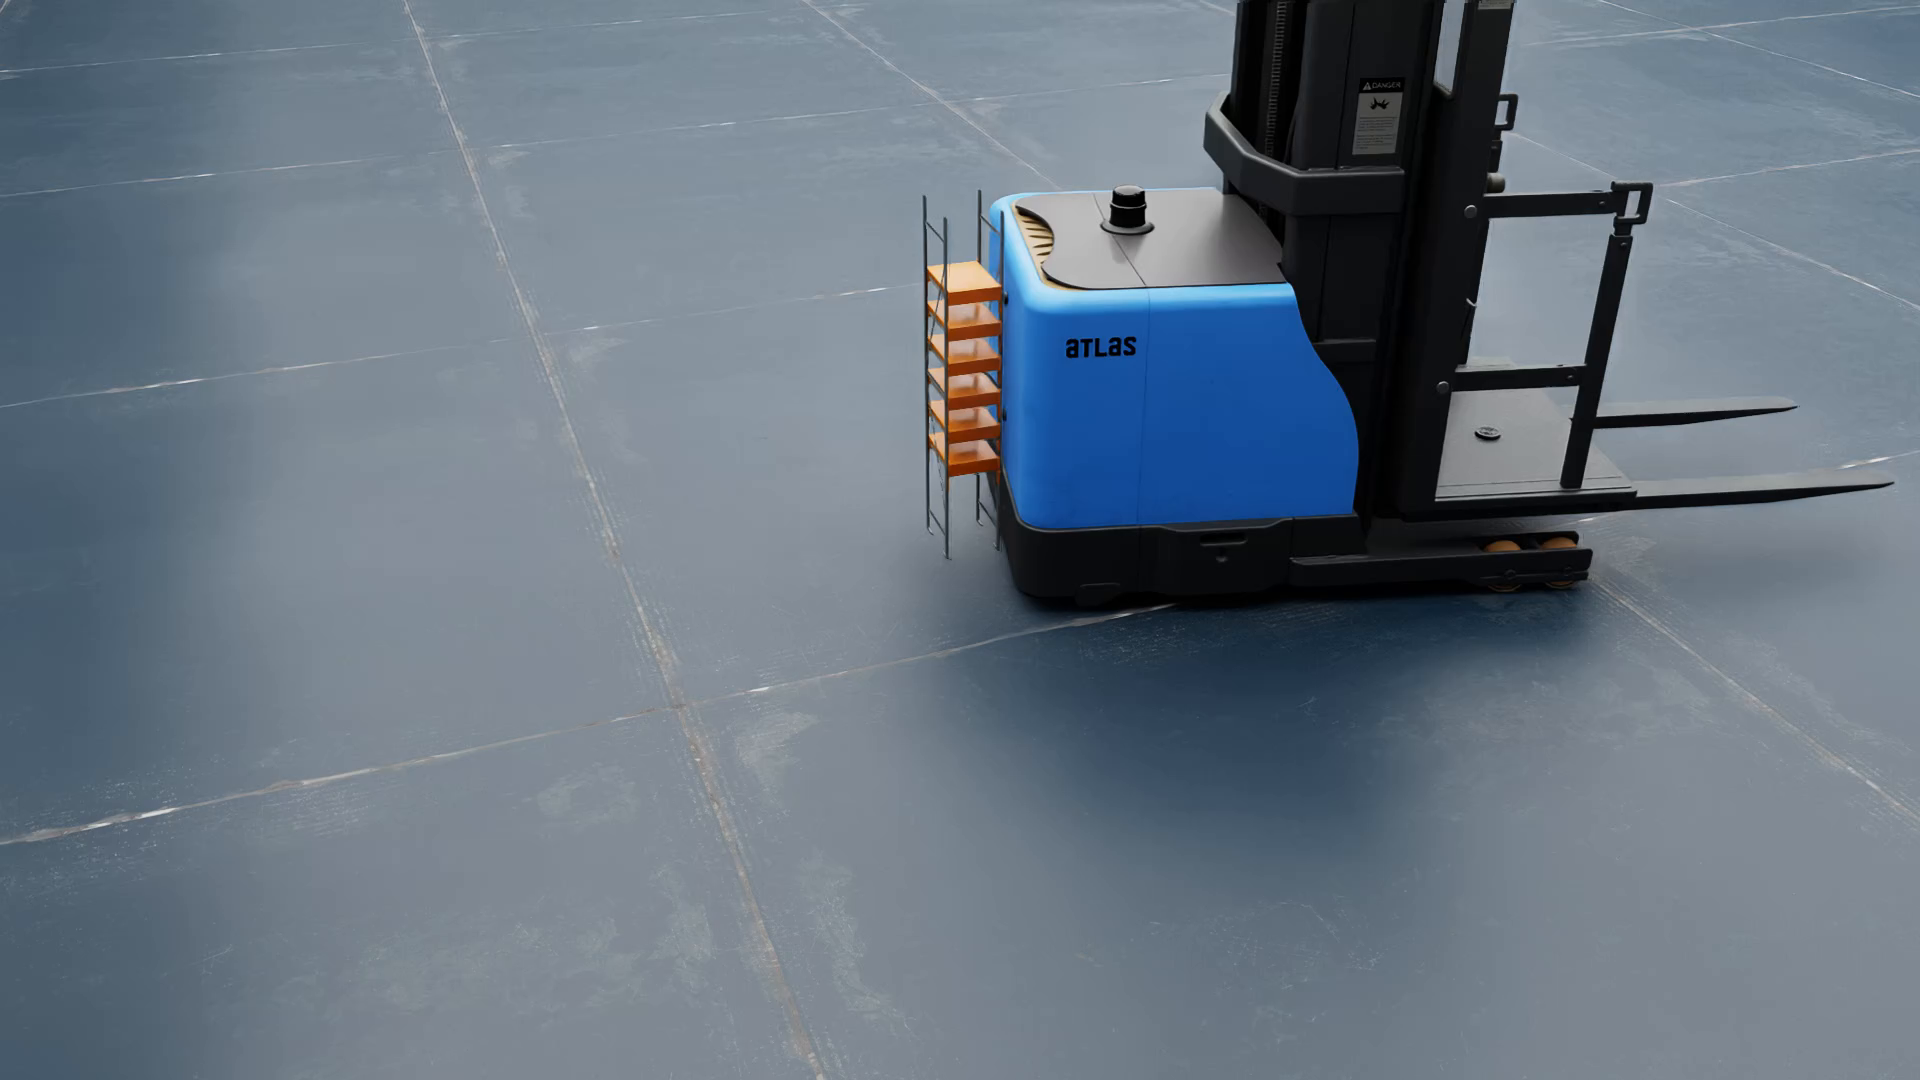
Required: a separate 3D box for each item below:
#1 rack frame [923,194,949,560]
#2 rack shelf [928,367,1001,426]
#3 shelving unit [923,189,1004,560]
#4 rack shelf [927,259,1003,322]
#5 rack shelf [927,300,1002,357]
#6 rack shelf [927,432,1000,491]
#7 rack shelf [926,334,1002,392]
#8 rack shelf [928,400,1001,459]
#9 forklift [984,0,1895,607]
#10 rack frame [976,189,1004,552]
[{"bbox_3d":[-0.078,-0.510,5.433,0.006,1.200,0.240,-9,31,-15],"label":"rack frame"},{"bbox_3d":[0.009,-0.486,5.480,0.180,0.103,0.258,-9,31,-15],"label":"rack shelf"},{"bbox_3d":[0.009,-0.524,5.458,0.189,1.200,0.258,-9,31,-15],"label":"shelving unit"},{"bbox_3d":[0.009,-0.798,5.302,0.180,0.103,0.258,-9,31,-15],"label":"rack shelf"},{"bbox_3d":[0.009,-0.694,5.361,0.180,0.103,0.258,-9,31,-15],"label":"rack shelf"},{"bbox_3d":[0.009,-0.277,5.599,0.180,0.103,0.258,-9,31,-15],"label":"rack shelf"},{"bbox_3d":[0.009,-0.590,5.420,0.180,0.103,0.258,-9,31,-15],"label":"rack shelf"},{"bbox_3d":[0.009,-0.381,5.539,0.180,0.103,0.258,-9,31,-15],"label":"rack shelf"},{"bbox_3d":[1.638,-1.361,5.178,3.031,2.935,1.130,-3,30,-5],"label":"forklift"},{"bbox_3d":[0.096,-0.538,5.482,0.006,1.200,0.240,-9,31,-15],"label":"rack frame"}]
